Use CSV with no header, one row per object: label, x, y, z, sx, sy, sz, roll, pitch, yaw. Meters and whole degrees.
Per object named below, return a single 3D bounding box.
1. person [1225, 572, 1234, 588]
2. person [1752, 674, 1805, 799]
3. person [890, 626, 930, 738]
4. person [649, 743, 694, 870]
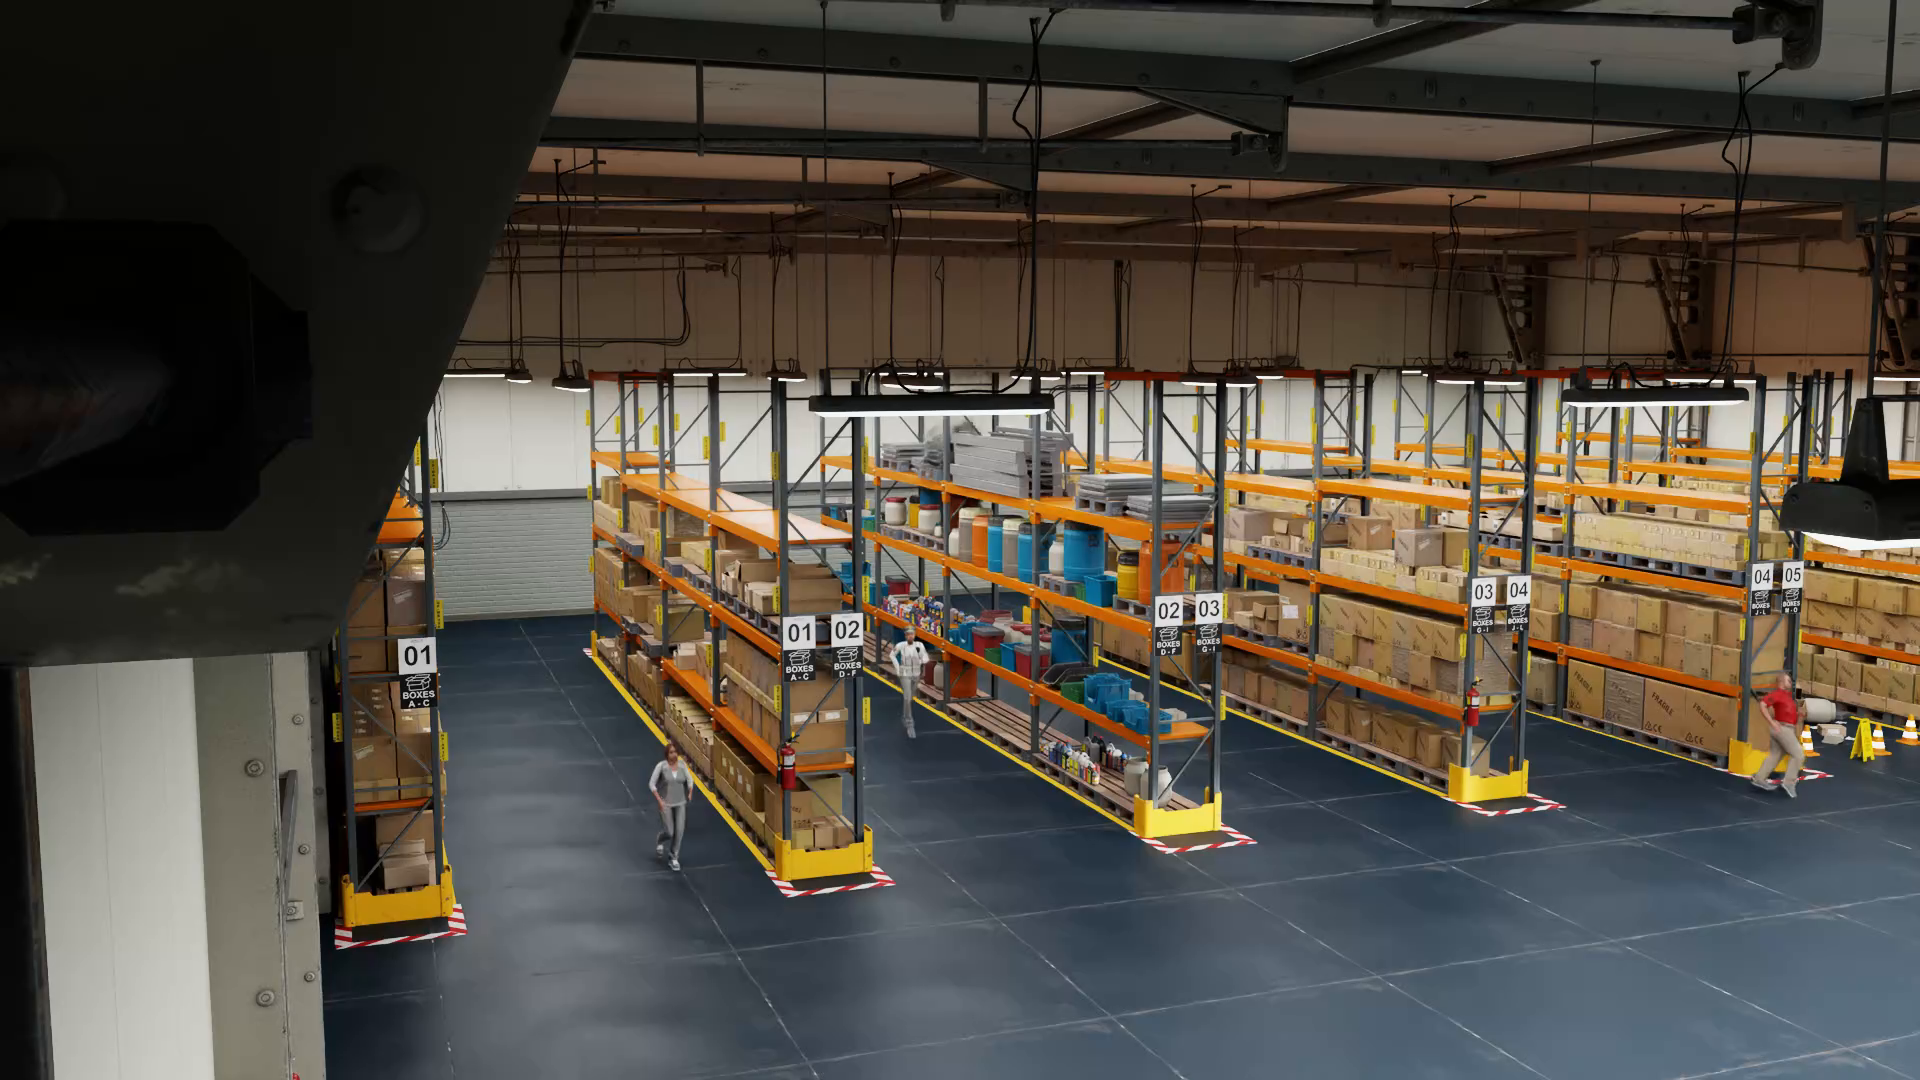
person,6.683,0.902,41.468,0.800,1.671,0.607,1,6,9
person,11.857,2.827,24.051,0.660,1.795,0.687,3,7,24
person,-0.808,2.235,26.693,0.526,1.765,0.728,-2,7,-20
person,-3.570,3.280,20.598,0.559,1.554,0.539,-3,7,-28
